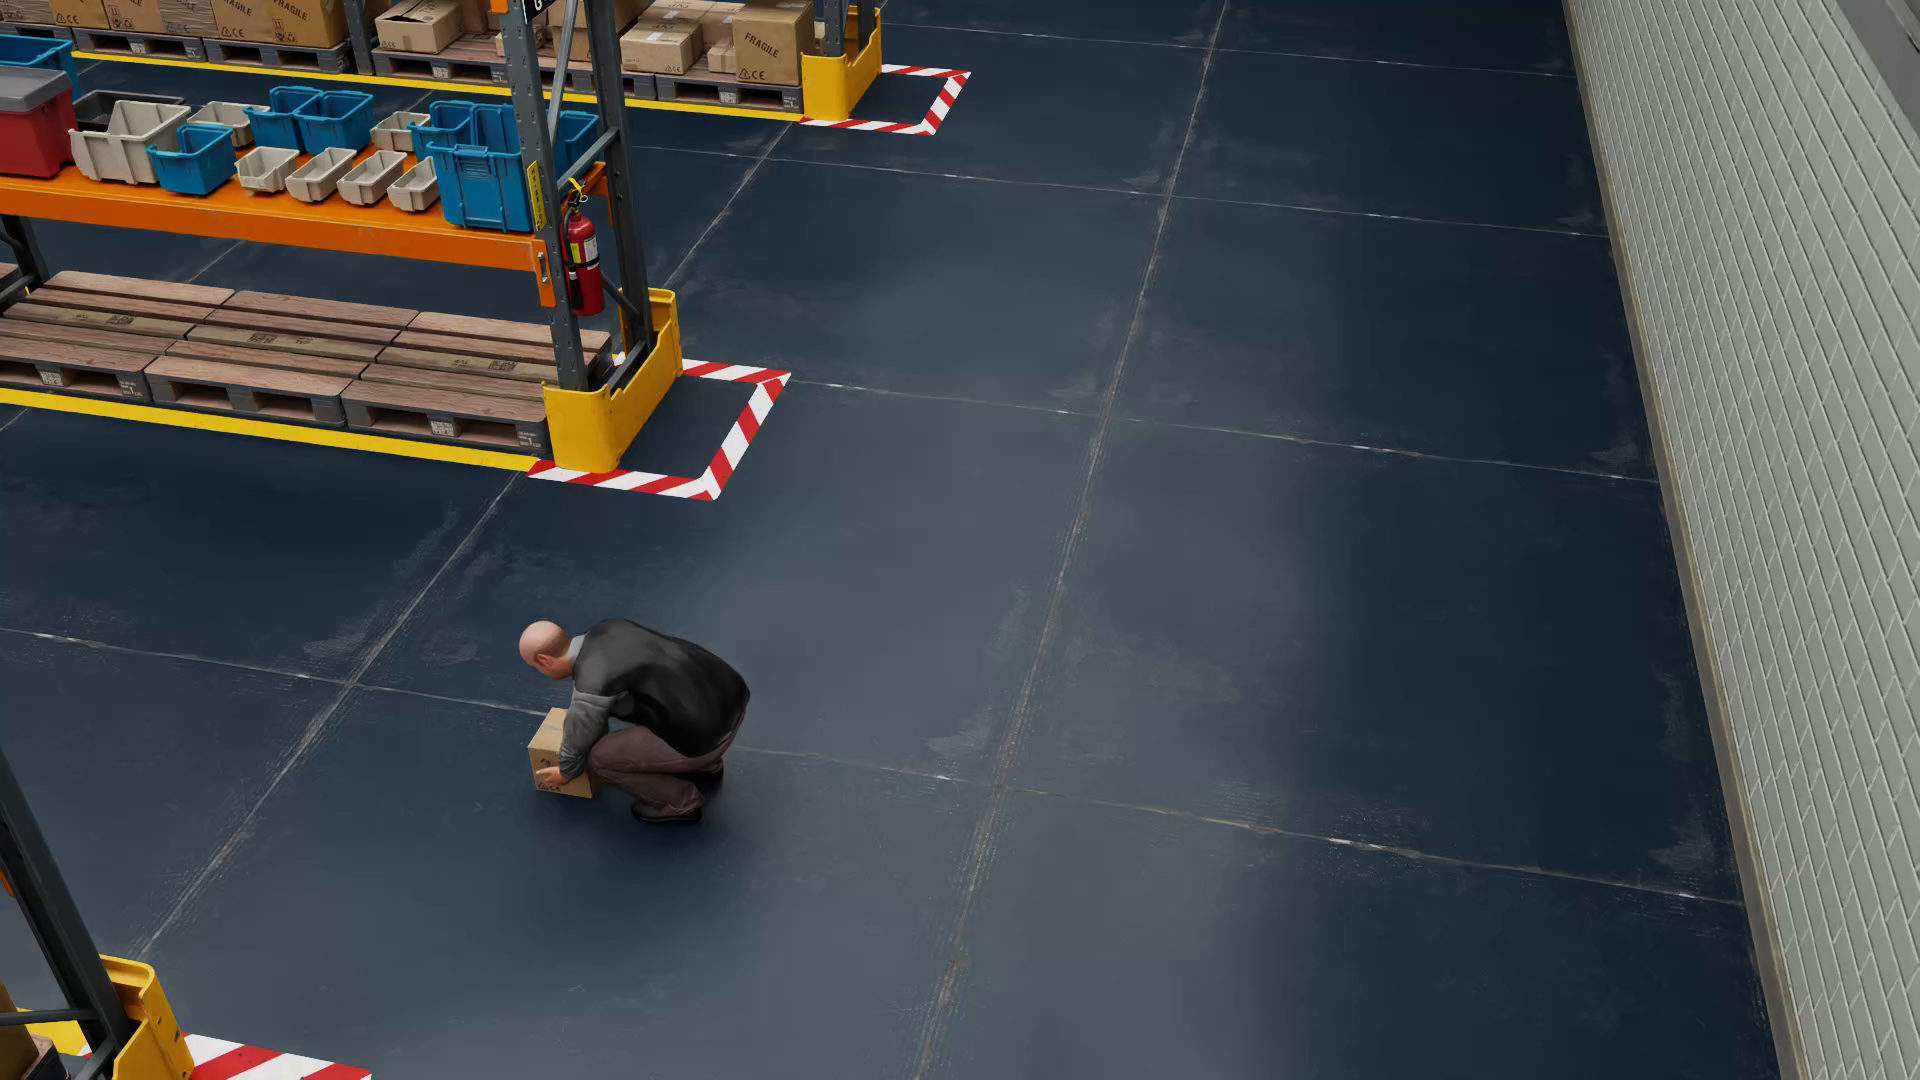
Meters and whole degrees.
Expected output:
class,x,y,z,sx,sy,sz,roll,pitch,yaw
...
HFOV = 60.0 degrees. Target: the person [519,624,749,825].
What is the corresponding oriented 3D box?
class,x,y,z,sx,sy,sz,roll,pitch,yaw
person,-1.310,0.715,6.766,0.875,0.840,0.529,8,37,10
